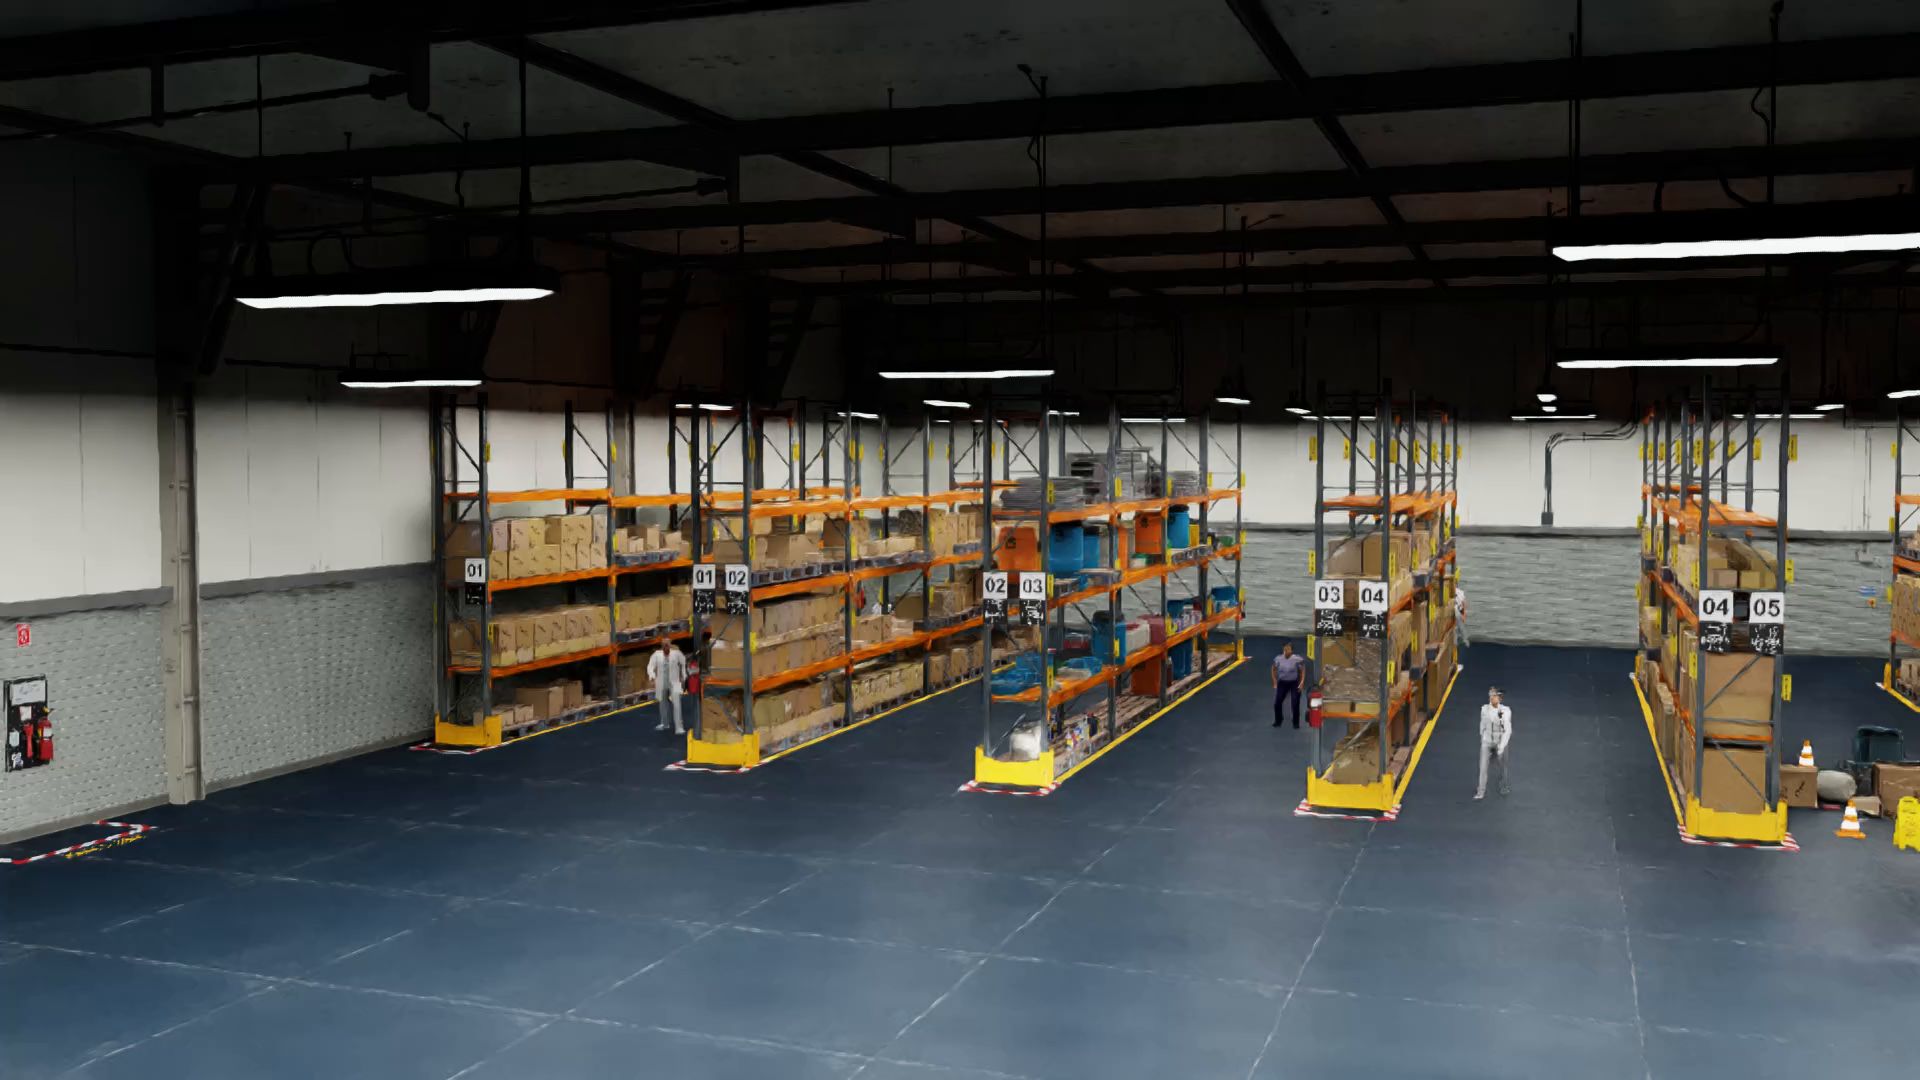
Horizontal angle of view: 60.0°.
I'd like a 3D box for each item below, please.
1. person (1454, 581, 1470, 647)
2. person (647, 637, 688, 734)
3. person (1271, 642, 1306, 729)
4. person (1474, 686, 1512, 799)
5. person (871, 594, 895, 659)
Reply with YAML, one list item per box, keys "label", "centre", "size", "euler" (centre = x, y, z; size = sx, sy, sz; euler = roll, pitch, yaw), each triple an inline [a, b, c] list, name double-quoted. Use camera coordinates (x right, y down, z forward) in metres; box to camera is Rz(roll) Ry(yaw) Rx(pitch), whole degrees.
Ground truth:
- label: "person"
  centre: [12.735, 1.872, 42.509]
  size: [0.587, 1.744, 0.579]
  euler: [-2, 4, -34]
- label: "person"
  centre: [-5.169, 2.560, 29.557]
  size: [0.735, 1.712, 0.905]
  euler: [0, 3, 4]
- label: "person"
  centre: [5.916, 2.624, 29.970]
  size: [0.625, 1.581, 0.502]
  euler: [1, 3, 17]
- label: "person"
  centre: [7.709, 2.898, 23.950]
  size: [0.482, 1.621, 0.997]
  euler: [2, 3, 29]
- label: "person"
  centre: [-1.870, 2.070, 40.122]
  size: [0.625, 1.611, 0.582]
  euler: [1, 3, 17]
